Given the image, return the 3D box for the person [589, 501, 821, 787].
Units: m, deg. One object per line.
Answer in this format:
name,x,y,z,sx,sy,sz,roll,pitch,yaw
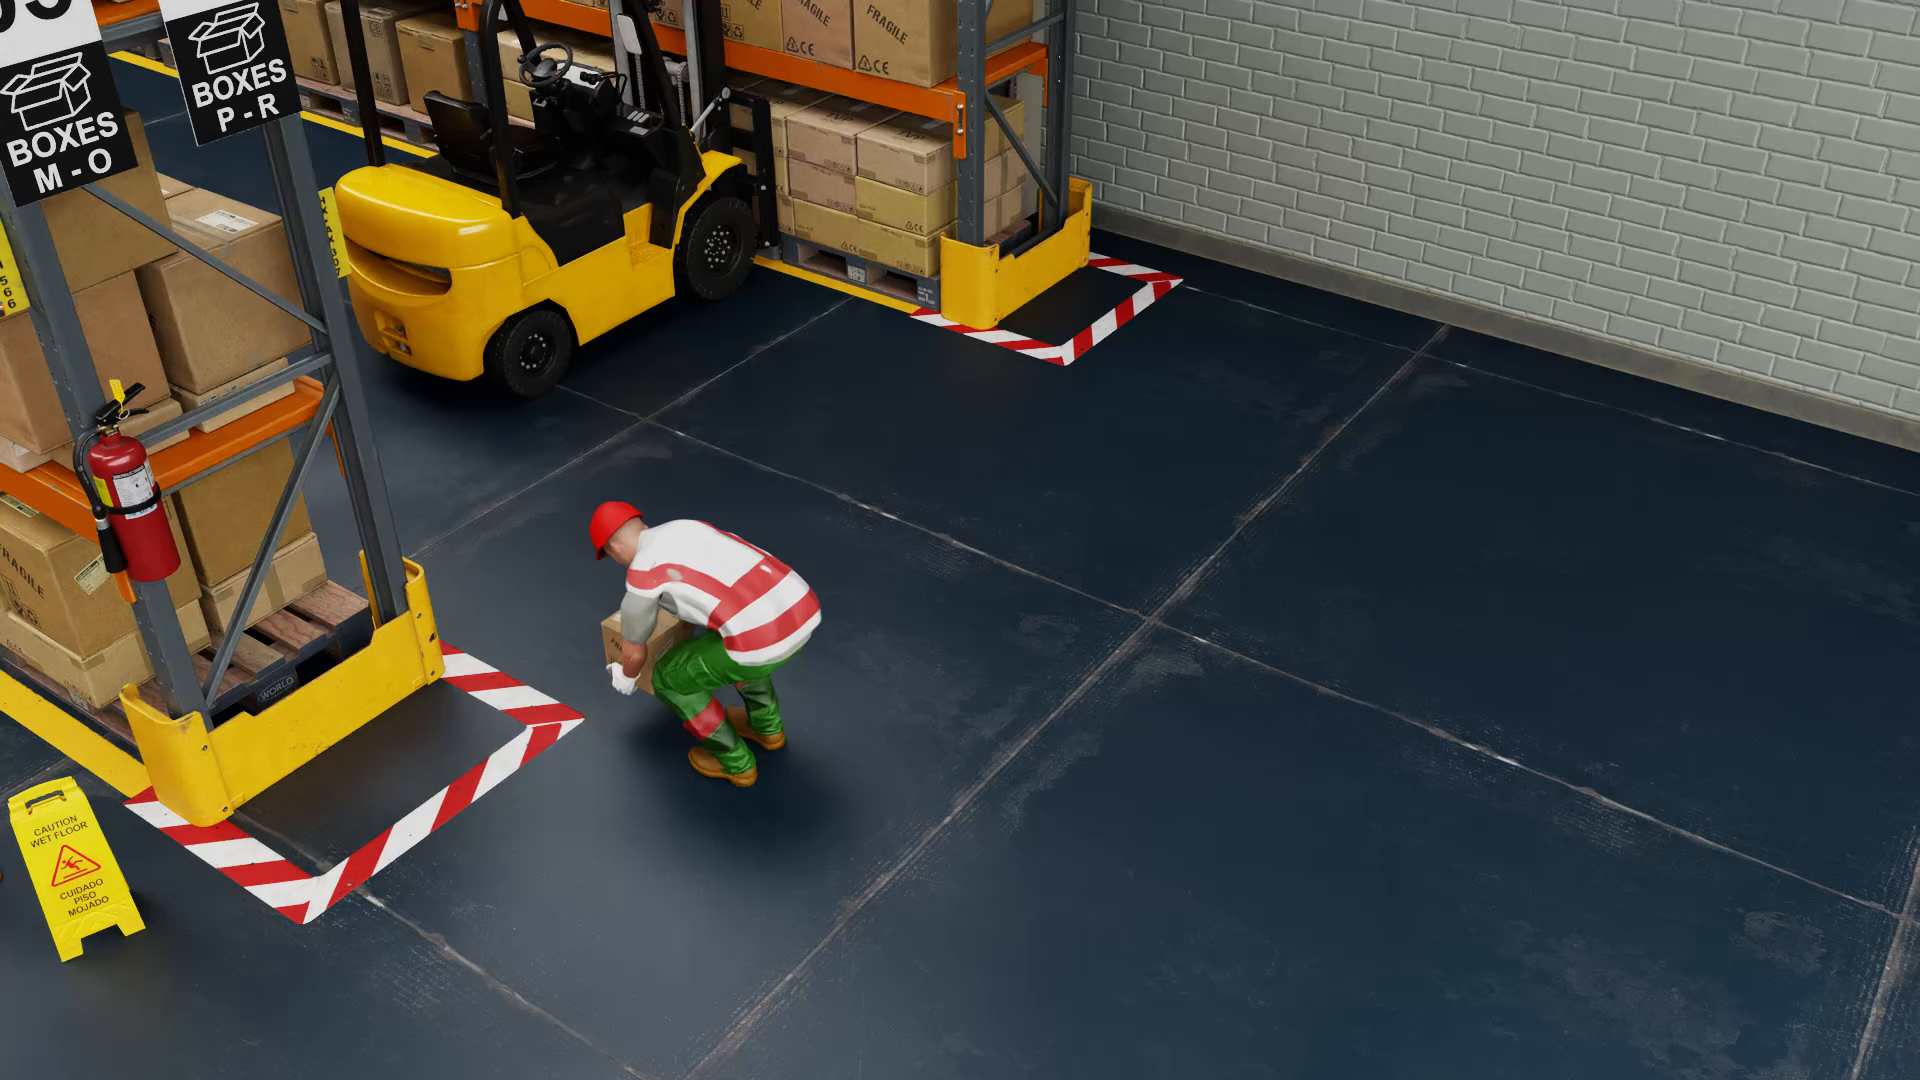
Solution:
person,-0.969,0.381,6.277,0.950,0.986,0.530,20,39,26
